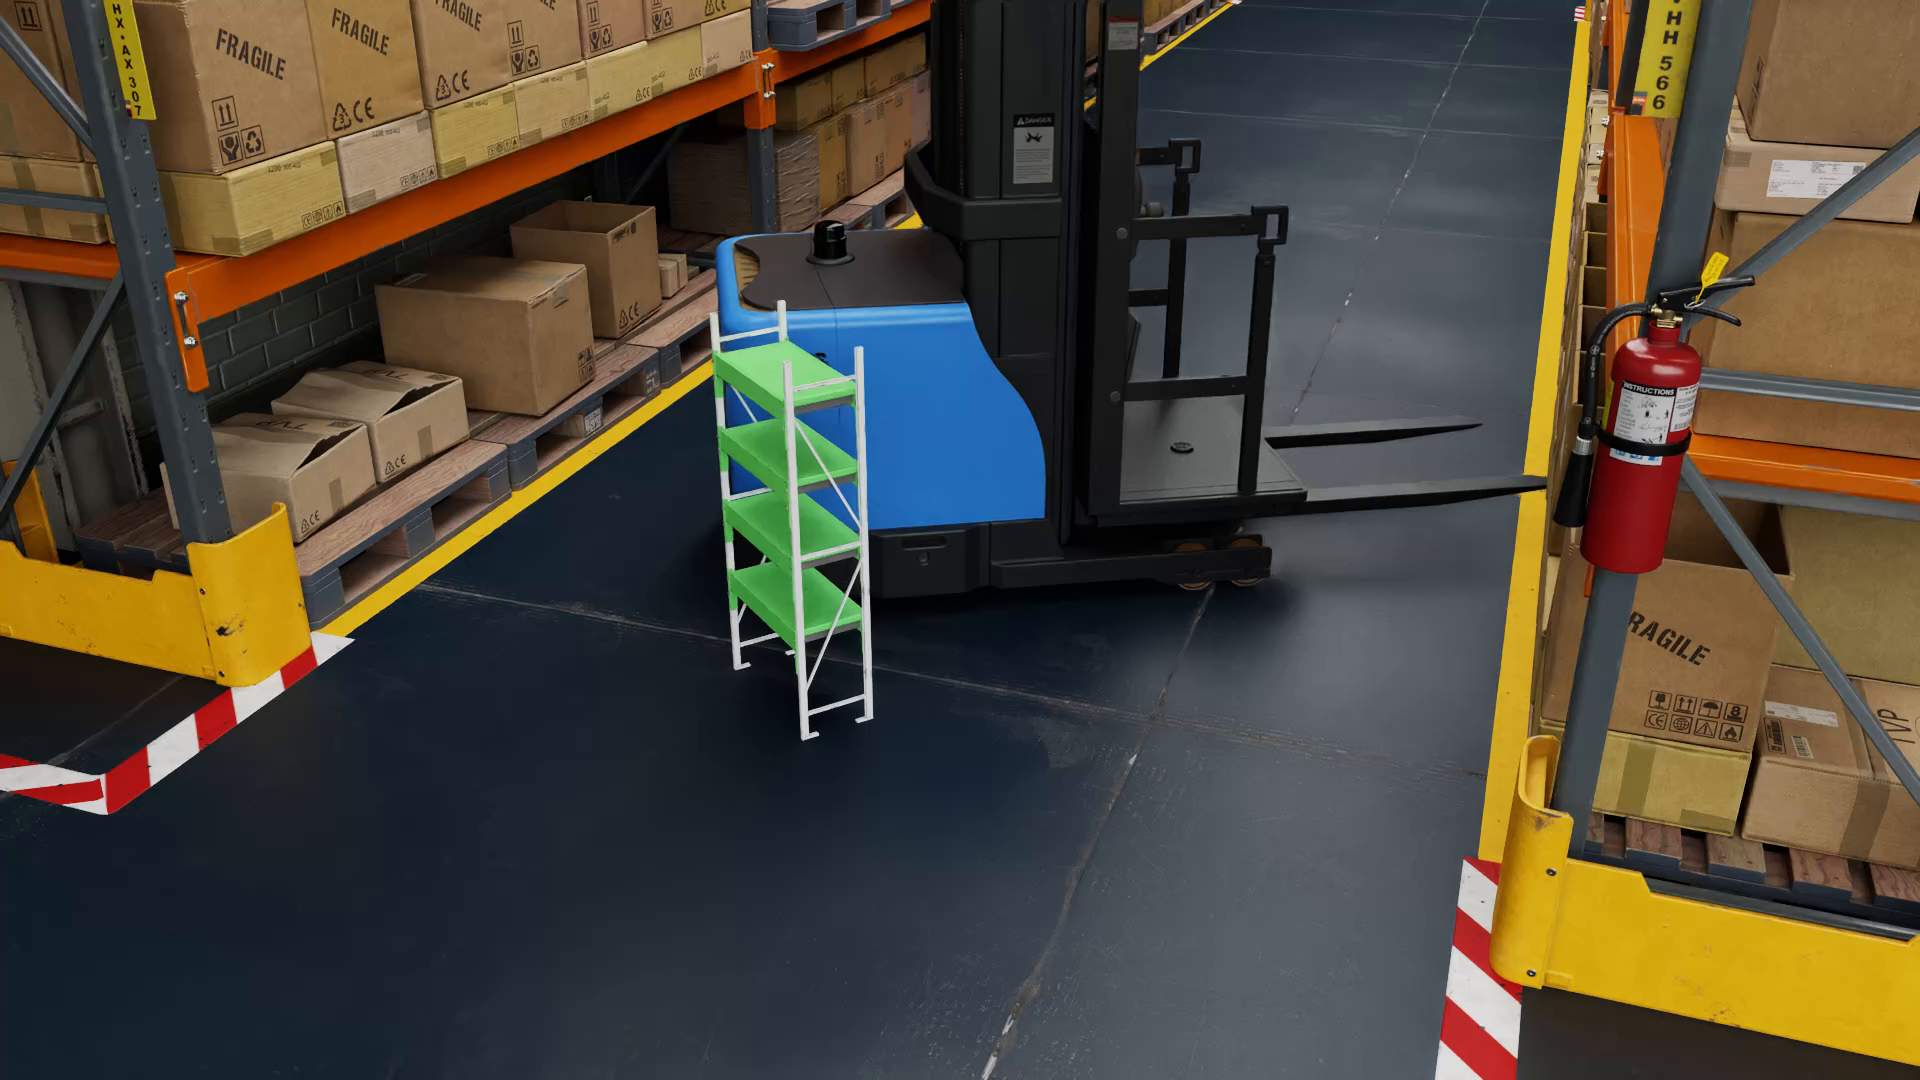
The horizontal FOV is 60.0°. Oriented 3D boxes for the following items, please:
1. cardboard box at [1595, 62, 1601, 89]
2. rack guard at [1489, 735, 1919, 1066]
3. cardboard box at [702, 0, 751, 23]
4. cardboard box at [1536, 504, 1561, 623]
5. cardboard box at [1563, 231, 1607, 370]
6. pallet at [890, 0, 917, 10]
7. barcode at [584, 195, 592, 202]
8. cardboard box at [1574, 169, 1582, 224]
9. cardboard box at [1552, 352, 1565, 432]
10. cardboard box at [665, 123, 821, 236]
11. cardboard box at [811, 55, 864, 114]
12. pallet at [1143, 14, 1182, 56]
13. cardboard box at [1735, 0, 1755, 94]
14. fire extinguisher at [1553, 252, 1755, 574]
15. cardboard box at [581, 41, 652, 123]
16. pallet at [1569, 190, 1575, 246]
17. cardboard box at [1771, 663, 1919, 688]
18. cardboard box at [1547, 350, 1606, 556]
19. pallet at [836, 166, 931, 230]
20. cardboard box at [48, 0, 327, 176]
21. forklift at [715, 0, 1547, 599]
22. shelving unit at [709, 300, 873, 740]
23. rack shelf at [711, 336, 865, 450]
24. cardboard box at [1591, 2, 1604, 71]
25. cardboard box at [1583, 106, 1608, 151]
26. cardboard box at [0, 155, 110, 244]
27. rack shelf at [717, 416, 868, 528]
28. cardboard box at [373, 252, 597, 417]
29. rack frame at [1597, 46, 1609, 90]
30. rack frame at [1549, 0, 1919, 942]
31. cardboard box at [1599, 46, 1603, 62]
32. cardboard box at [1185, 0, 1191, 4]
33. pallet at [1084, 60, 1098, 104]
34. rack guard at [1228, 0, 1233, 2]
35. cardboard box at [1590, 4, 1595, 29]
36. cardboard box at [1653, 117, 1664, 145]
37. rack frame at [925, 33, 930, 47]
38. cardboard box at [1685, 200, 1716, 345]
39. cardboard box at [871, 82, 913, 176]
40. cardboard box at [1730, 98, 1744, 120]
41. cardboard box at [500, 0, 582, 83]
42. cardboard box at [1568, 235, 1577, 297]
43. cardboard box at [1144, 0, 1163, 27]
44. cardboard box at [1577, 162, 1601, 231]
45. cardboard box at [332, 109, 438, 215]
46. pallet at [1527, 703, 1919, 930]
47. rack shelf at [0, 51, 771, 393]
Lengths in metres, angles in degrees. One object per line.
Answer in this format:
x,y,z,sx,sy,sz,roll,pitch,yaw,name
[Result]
4.654,-3.060,11.491,0.500,0.500,0.500,10,28,19,cardboard box
1.894,0.854,3.913,1.175,0.500,0.348,9,27,17,rack guard
-1.305,-2.682,7.635,0.500,0.500,0.500,9,27,17,cardboard box
2.122,0.091,5.293,0.500,0.250,0.500,9,27,17,cardboard box
2.624,-0.862,6.401,0.500,0.500,0.500,9,27,17,cardboard box
-0.729,-3.380,10.008,1.003,0.211,1.213,9,27,17,pallet
-1.846,-1.672,8.257,0.001,0.075,0.075,9,27,17,barcode
3.779,-1.926,9.460,0.500,0.250,0.500,8,27,16,cardboard box
2.622,-0.525,6.565,0.500,0.250,0.500,9,27,17,cardboard box
-1.210,-2.019,9.342,0.700,0.500,0.500,10,27,19,cardboard box
-0.897,-2.753,9.997,0.500,0.250,0.500,8,27,16,cardboard box
1.549,-4.975,16.284,1.003,0.211,1.213,9,27,17,pallet
2.257,-1.339,3.969,0.700,0.500,0.500,8,27,16,cardboard box
1.425,-0.265,3.444,0.296,0.674,0.183,9,27,17,fire extinguisher
-1.638,-1.932,6.948,0.500,0.250,0.500,9,27,17,cardboard box
4.253,-1.981,10.099,1.003,0.211,1.213,9,27,17,pallet
2.453,0.373,4.710,0.500,0.250,0.500,9,27,17,cardboard box
2.119,-0.247,5.130,0.500,0.500,0.500,9,27,17,cardboard box
-0.778,-2.210,10.572,1.003,0.211,1.213,9,27,17,pallet
-2.328,-1.429,5.049,0.500,0.500,0.500,9,27,18,cardboard box
0.658,-1.365,5.705,3.031,2.935,1.130,-4,26,-8,forklift
-0.501,-0.058,4.992,0.258,1.200,0.503,-15,30,-28,shelving unit
-0.501,-0.432,4.811,0.258,0.148,0.480,-15,30,-28,rack shelf
5.504,-4.122,13.685,0.500,0.500,0.500,8,27,15,cardboard box
3.946,-2.383,9.759,0.500,0.311,0.500,8,27,16,cardboard box
-2.798,-1.160,5.352,0.500,0.250,0.500,9,27,18,cardboard box
-0.501,-0.216,4.915,0.258,0.148,0.480,-15,30,-28,rack shelf
-1.975,-0.871,6.970,0.700,0.500,0.500,7,27,14,cardboard box
4.564,-3.569,10.178,1.000,3.000,0.127,9,27,17,rack frame
1.902,-0.281,3.388,1.000,3.000,0.127,9,27,17,rack frame
4.669,-3.421,11.377,0.500,0.250,0.500,10,28,19,cardboard box
2.082,-5.922,17.426,0.700,0.500,0.500,8,27,16,cardboard box
0.633,-3.843,13.945,1.003,0.211,1.213,9,27,17,pallet
2.562,-6.458,19.014,1.175,0.500,0.348,9,27,17,rack guard
6.067,-4.784,15.269,0.500,0.311,0.500,9,27,17,cardboard box
3.091,-1.787,6.383,0.700,0.500,0.500,8,27,16,cardboard box
-0.109,-4.285,11.659,1.000,3.000,0.127,9,27,17,rack frame
2.240,-0.733,4.206,0.700,0.500,0.500,9,27,19,cardboard box
-0.719,-2.652,10.648,0.700,0.500,0.500,9,27,17,cardboard box
1.935,-0.910,3.829,0.380,0.149,0.250,9,27,19,cardboard box
-1.816,-2.056,6.344,0.500,0.500,0.500,10,27,19,cardboard box
3.268,-1.296,8.159,0.500,0.250,0.500,8,27,17,cardboard box
1.568,-5.286,16.111,0.700,0.500,0.500,9,27,18,cardboard box
3.433,-1.756,8.465,0.500,0.311,0.500,9,27,17,cardboard box
-2.150,-1.309,5.661,0.500,0.250,0.500,8,27,16,cardboard box
2.117,0.654,4.658,1.003,0.211,1.213,9,27,17,pallet
-2.105,-1.496,6.723,1.077,0.370,4.000,9,27,17,rack shelf
